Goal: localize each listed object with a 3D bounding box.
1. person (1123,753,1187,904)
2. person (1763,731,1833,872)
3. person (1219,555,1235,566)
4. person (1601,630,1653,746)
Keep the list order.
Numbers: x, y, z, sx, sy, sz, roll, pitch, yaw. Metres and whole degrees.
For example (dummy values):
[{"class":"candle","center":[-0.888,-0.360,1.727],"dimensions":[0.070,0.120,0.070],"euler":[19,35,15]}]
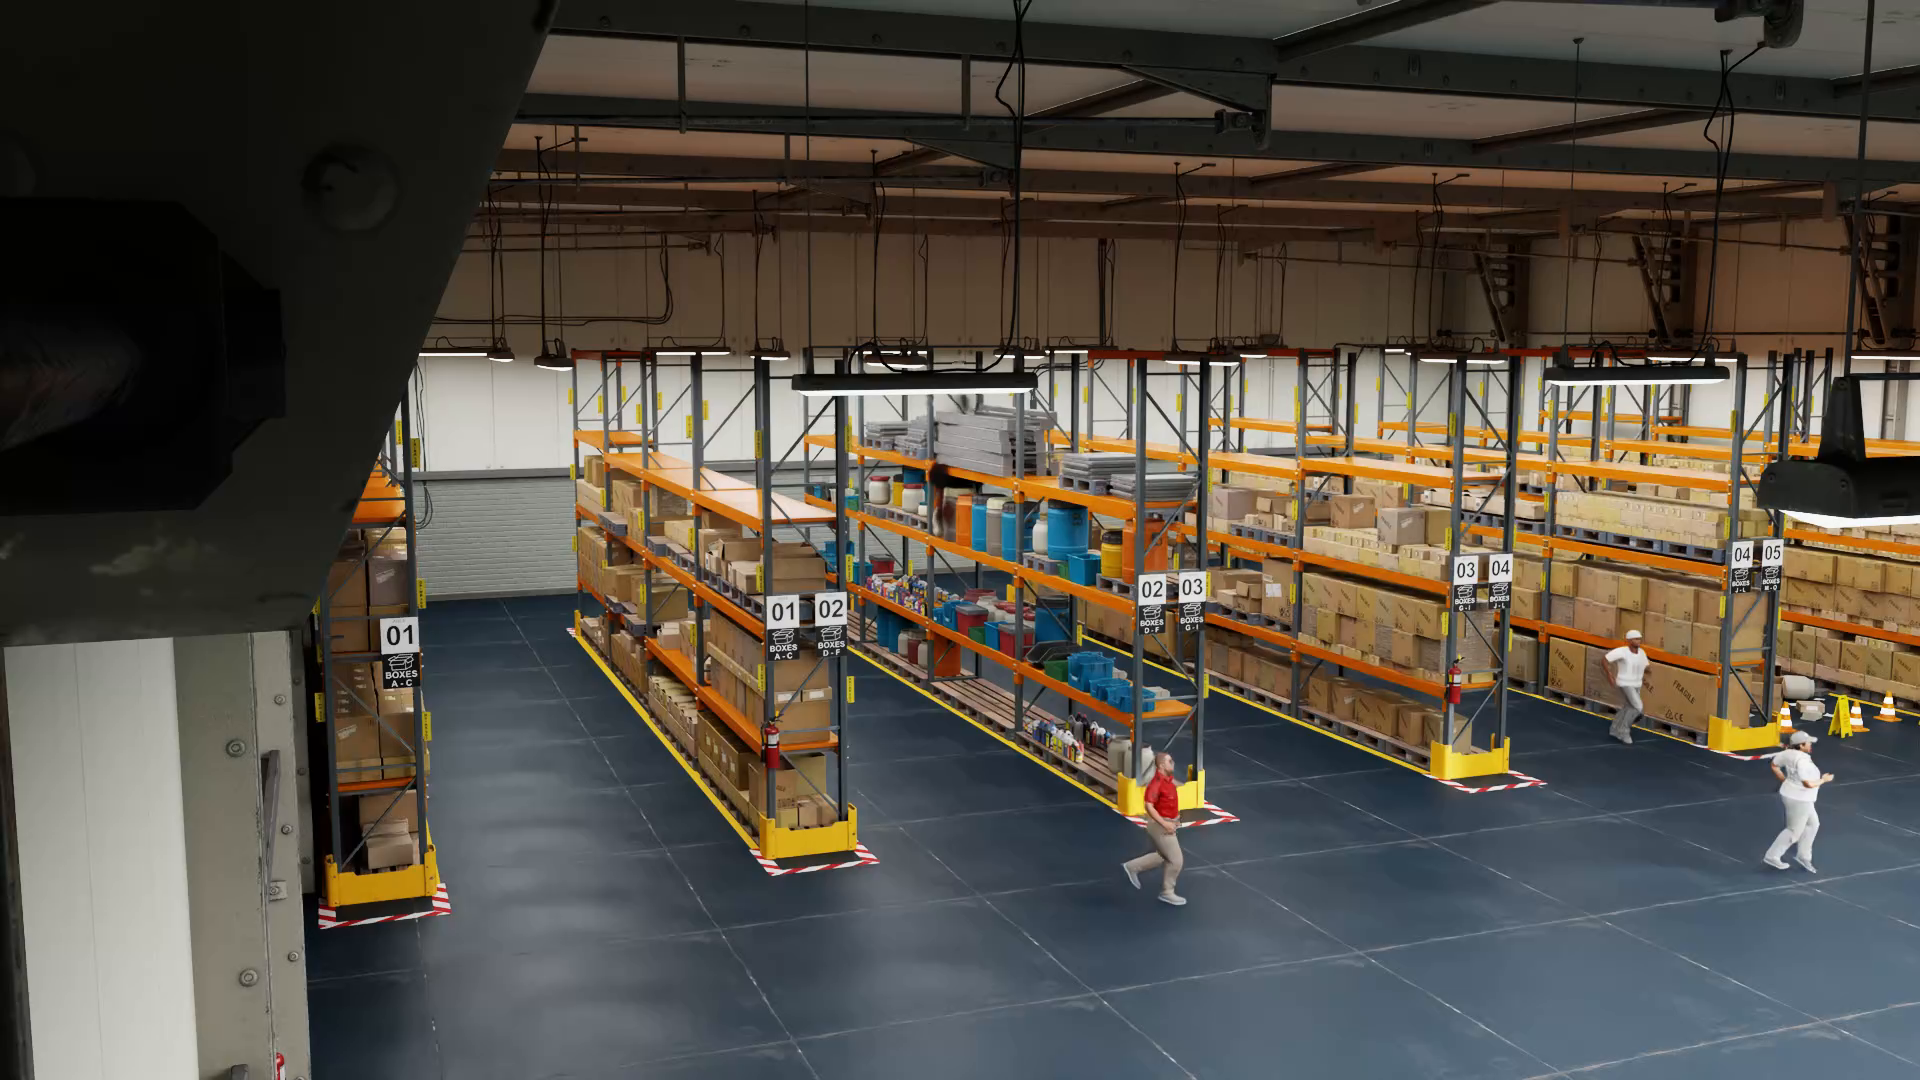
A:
[{"class":"person","center":[2.180,3.202,18.580],"dimensions":[0.734,1.701,0.684],"euler":[1,7,11]},{"class":"person","center":[9.837,3.092,19.528],"dimensions":[0.708,1.723,0.585],"euler":[2,7,12]},{"class":"person","center":[6.697,0.387,41.723],"dimensions":[0.470,1.525,0.644],"euler":[4,8,27]},{"class":"person","center":[10.374,2.269,25.723],"dimensions":[0.679,1.774,0.700],"euler":[-4,8,-29]}]
